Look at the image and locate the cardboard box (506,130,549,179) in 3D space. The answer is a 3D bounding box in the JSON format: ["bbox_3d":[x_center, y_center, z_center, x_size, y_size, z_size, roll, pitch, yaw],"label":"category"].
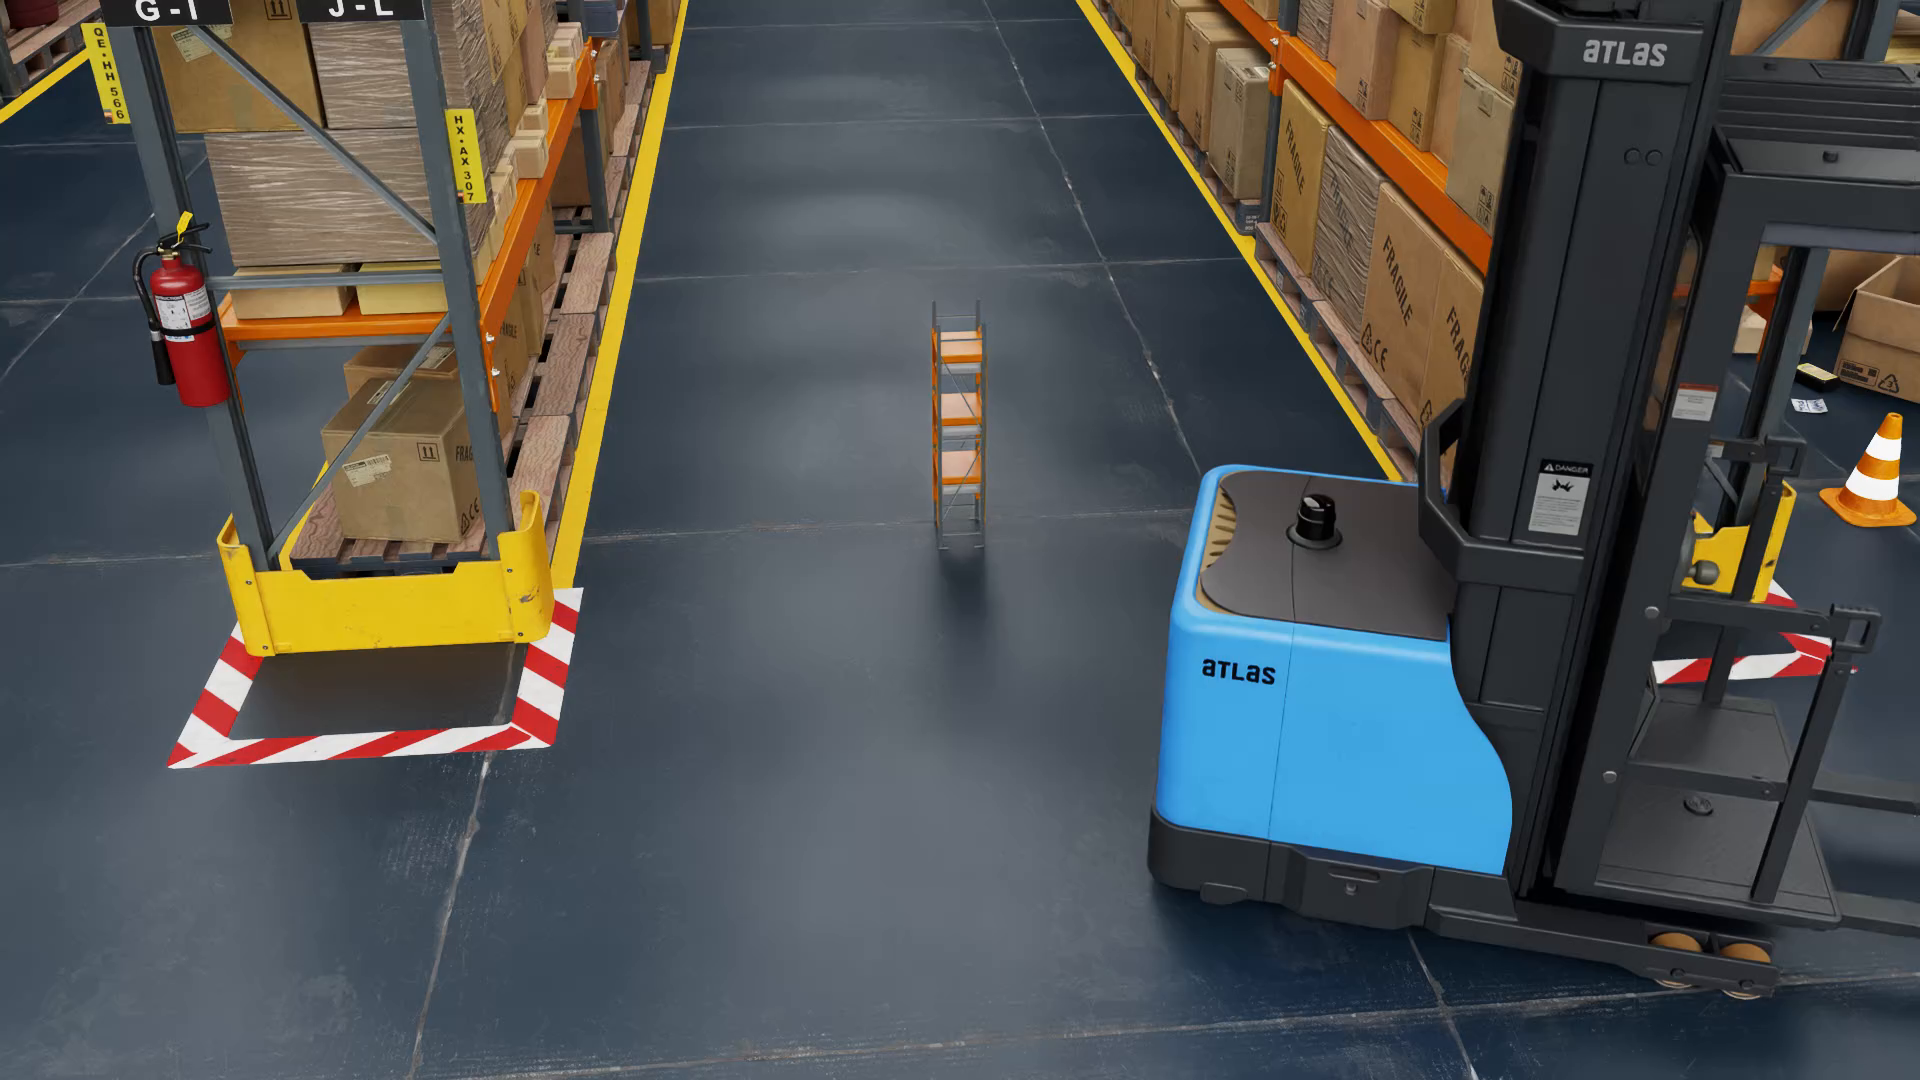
[{"bbox_3d":[-2.059,-1.727,7.462,0.380,0.149,0.250,-3,31,-5],"label":"cardboard box"}]

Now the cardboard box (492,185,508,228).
[{"bbox_3d":[-2.072,-1.341,6.814,0.380,0.149,0.250,-3,31,-5],"label":"cardboard box"}]

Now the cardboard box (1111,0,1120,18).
[{"bbox_3d":[1.607,-4.874,14.513,0.500,0.500,0.500,-2,31,-3],"label":"cardboard box"}]

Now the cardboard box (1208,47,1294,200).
[{"bbox_3d":[2.200,-2.663,10.568,1.050,0.750,0.750,-3,31,-5],"label":"cardboard box"}]

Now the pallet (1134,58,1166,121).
[{"bbox_3d":[1.972,-3.575,13.029,1.003,0.211,1.213,-3,31,-5],"label":"pallet"}]

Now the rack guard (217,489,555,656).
[{"bbox_3d":[-2.234,0.126,6.551,1.175,0.500,0.348,-3,31,-5],"label":"rack guard"}]

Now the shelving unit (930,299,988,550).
[{"bbox_3d":[-0.005,-0.478,7.027,0.215,1.050,0.252,-3,31,-5],"label":"shelving unit"}]

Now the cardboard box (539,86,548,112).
[{"bbox_3d":[-2.220,-2.106,8.096,0.380,0.149,0.250,-3,31,-5],"label":"cardboard box"}]

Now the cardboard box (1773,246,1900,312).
[{"bbox_3d":[4.860,-1.622,9.342,0.797,0.637,0.503,-3,31,-5],"label":"cardboard box"}]

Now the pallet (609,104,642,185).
[{"bbox_3d":[-2.791,-2.775,11.689,1.003,0.211,1.213,-3,31,-5],"label":"pallet"}]

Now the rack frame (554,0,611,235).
[{"bbox_3d":[-2.600,-2.950,9.264,1.000,3.000,0.127,-3,31,-5],"label":"rack frame"}]

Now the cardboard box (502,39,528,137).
[{"bbox_3d":[-2.455,-2.123,7.492,0.875,0.500,0.500,-3,31,-5],"label":"cardboard box"}]

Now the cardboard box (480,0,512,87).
[{"bbox_3d":[-2.046,-2.057,6.406,0.500,0.500,0.500,-3,31,-5],"label":"cardboard box"}]

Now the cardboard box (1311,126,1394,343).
[{"bbox_3d":[2.425,-1.620,8.699,0.875,0.875,0.875,-3,31,-4],"label":"cardboard box"}]

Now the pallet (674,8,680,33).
[{"bbox_3d":[-3.083,-4.823,15.118,1.003,0.211,1.213,-3,31,-5],"label":"pallet"}]

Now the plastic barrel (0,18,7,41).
[{"bbox_3d":[-7.968,-4.253,13.151,0.600,0.830,0.708,-3,31,-5],"label":"plastic barrel"}]

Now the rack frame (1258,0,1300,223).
[{"bbox_3d":[2.348,-3.136,9.575,1.000,3.000,0.127,-3,31,-5],"label":"rack frame"}]

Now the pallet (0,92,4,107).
[{"bbox_3d":[-7.871,-3.160,12.335,1.003,0.211,1.213,-3,31,-5],"label":"pallet"}]

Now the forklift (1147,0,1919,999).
[{"bbox_3d":[2.176,-0.190,4.710,3.031,2.935,1.130,7,32,11],"label":"forklift"}]

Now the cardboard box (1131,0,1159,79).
[{"bbox_3d":[1.941,-4.078,12.936,1.050,0.750,0.750,-3,31,-5],"label":"cardboard box"}]

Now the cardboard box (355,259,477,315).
[{"bbox_3d":[-2.016,-0.957,6.172,0.380,0.149,0.250,-3,31,-5],"label":"cardboard box"}]

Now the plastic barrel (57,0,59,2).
[{"bbox_3d":[-8.215,-4.977,14.673,0.421,0.512,0.421,0,31,0],"label":"plastic barrel"}]

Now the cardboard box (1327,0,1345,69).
[{"bbox_3d":[2.468,-2.733,8.754,0.875,0.550,0.550,-3,31,-5],"label":"cardboard box"}]

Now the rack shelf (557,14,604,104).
[{"bbox_3d":[-2.787,-3.662,11.158,1.077,0.370,4.000,-3,31,-5],"label":"rack shelf"}]

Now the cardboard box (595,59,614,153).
[{"bbox_3d":[-2.715,-2.910,11.206,0.700,0.500,0.500,-5,31,-9],"label":"cardboard box"}]

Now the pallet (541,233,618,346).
[{"bbox_3d":[-2.502,-1.412,9.408,1.003,0.211,1.213,-3,31,-5],"label":"pallet"}]

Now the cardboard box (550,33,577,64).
[{"bbox_3d":[-2.274,-2.618,8.954,0.380,0.149,0.250,-3,31,-5],"label":"cardboard box"}]

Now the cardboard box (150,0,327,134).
[{"bbox_3d":[-2.524,-1.777,5.937,0.500,0.500,0.500,-3,31,-5],"label":"cardboard box"}]

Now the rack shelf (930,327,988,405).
[{"bbox_3d":[-0.005,-0.713,6.886,0.215,0.259,0.240,-3,31,-5],"label":"rack shelf"}]

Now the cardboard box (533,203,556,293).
[{"bbox_3d":[-2.542,-1.559,8.963,0.500,0.500,0.500,7,32,11],"label":"cardboard box"}]

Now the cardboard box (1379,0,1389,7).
[{"bbox_3d":[2.429,-2.917,8.008,0.875,0.550,0.550,-3,31,-5],"label":"cardboard box"}]

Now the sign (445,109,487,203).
[{"bbox_3d":[-1.686,-1.306,5.666,0.100,0.325,0.005,-3,31,-5],"label":"sign"}]

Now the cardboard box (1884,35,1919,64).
[{"bbox_3d":[7.078,-3.467,12.281,0.950,0.372,0.625,-2,31,-3],"label":"cardboard box"}]

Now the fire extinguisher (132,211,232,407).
[{"bbox_3d":[-2.675,-0.794,5.730,0.296,0.674,0.183,-3,31,-5],"label":"fire extinguisher"}]

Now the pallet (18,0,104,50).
[{"bbox_3d":[-8.131,-4.580,14.712,1.003,0.211,1.213,-3,31,-5],"label":"pallet"}]

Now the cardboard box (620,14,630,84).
[{"bbox_3d":[-2.891,-3.767,12.640,0.700,0.500,0.500,-4,31,-7],"label":"cardboard box"}]

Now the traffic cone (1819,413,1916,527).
[{"bbox_3d":[4.085,-0.344,7.375,0.336,0.463,0.334,-3,31,-5],"label":"traffic cone"}]

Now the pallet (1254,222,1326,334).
[{"bbox_3d":[2.341,-1.547,9.634,1.003,0.211,1.213,-3,31,-5],"label":"pallet"}]

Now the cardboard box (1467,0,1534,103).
[{"bbox_3d":[2.582,-2.090,6.624,0.875,0.550,0.550,-3,31,-5],"label":"cardboard box"}]

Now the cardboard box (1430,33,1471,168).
[{"bbox_3d":[2.641,-1.917,7.388,0.875,0.550,0.550,-3,31,-5],"label":"cardboard box"}]

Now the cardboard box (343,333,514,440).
[{"bbox_3d":[-2.358,-0.638,7.421,0.500,0.500,0.500,5,31,8],"label":"cardboard box"}]

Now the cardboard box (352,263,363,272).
[{"bbox_3d":[-2.481,-1.063,6.350,0.380,0.149,0.250,-3,31,-5],"label":"cardboard box"}]
